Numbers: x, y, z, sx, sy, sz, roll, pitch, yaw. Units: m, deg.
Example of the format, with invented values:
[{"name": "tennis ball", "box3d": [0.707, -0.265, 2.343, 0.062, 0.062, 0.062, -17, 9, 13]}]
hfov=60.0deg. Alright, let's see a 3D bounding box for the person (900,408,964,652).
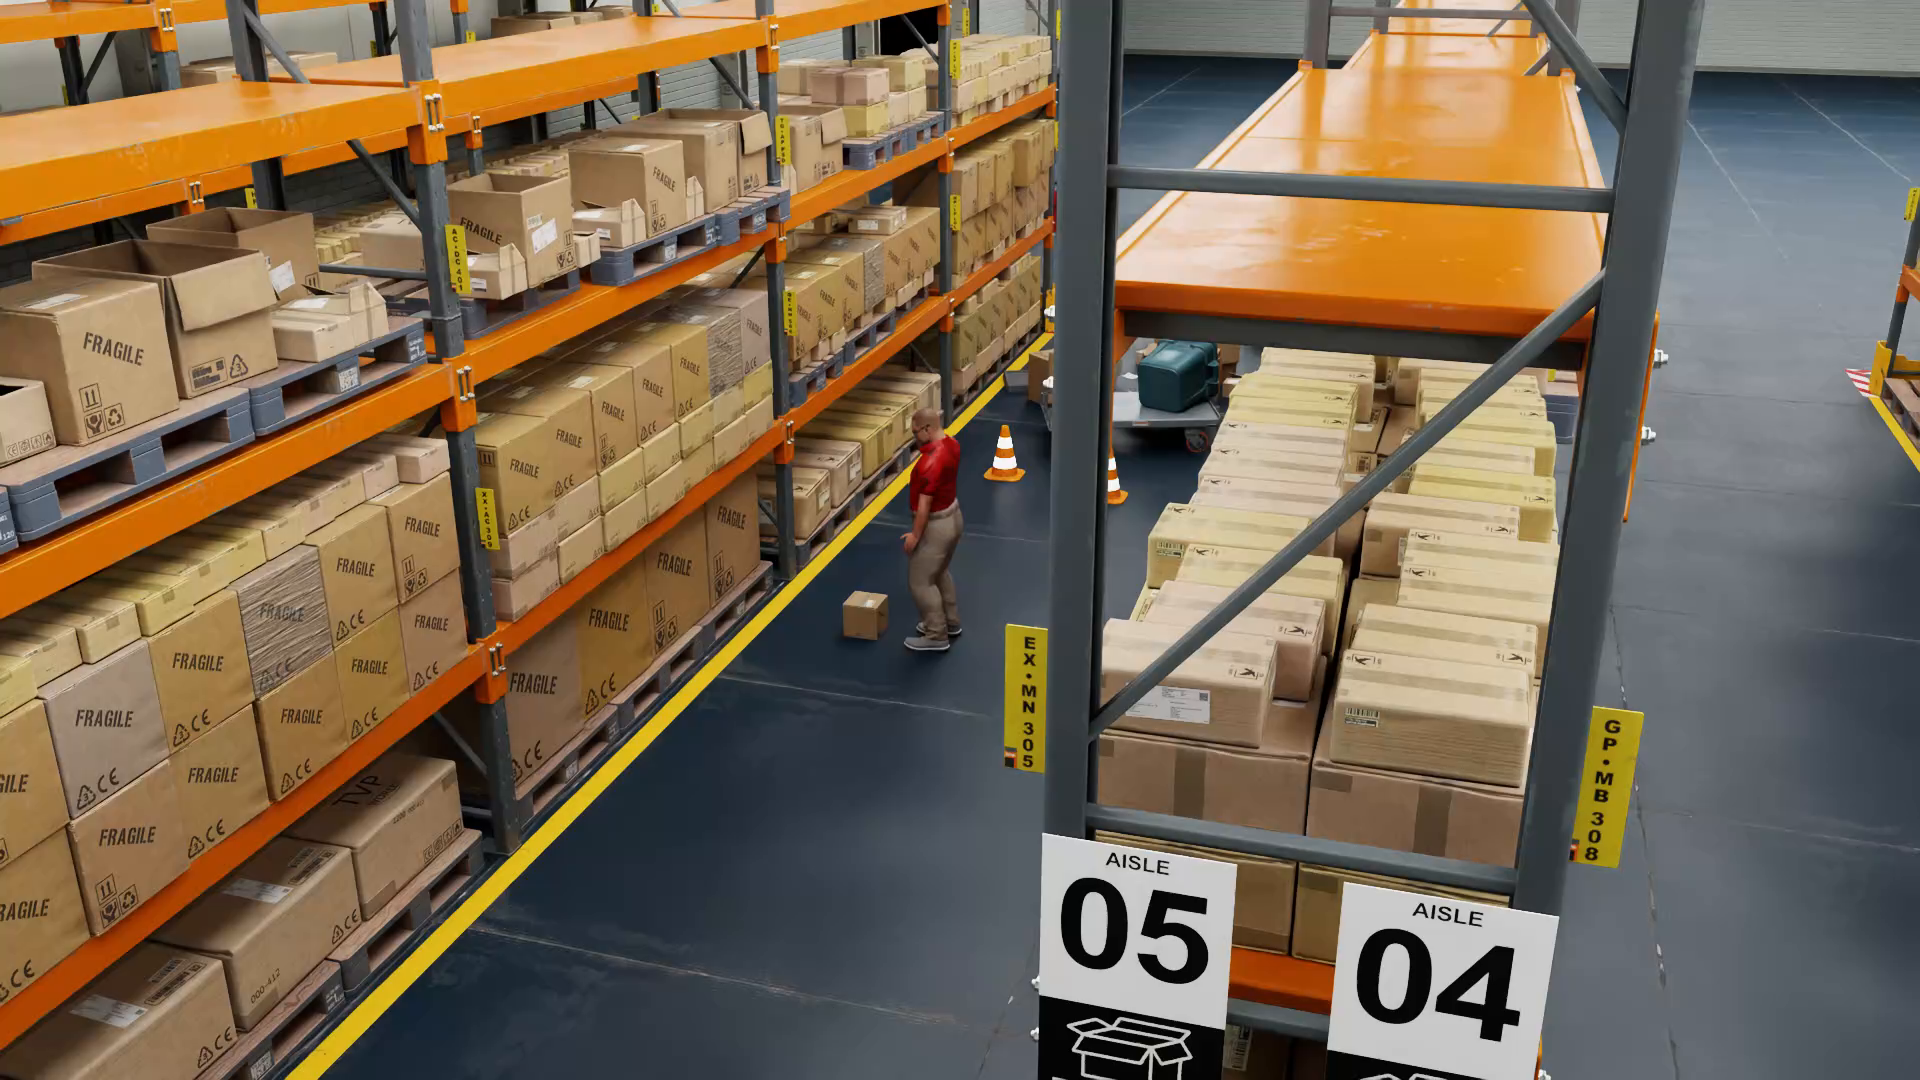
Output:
[{"name": "person", "box3d": [-0.184, -0.074, 11.359, 0.361, 1.712, 0.538, 7, 23, 17]}]
